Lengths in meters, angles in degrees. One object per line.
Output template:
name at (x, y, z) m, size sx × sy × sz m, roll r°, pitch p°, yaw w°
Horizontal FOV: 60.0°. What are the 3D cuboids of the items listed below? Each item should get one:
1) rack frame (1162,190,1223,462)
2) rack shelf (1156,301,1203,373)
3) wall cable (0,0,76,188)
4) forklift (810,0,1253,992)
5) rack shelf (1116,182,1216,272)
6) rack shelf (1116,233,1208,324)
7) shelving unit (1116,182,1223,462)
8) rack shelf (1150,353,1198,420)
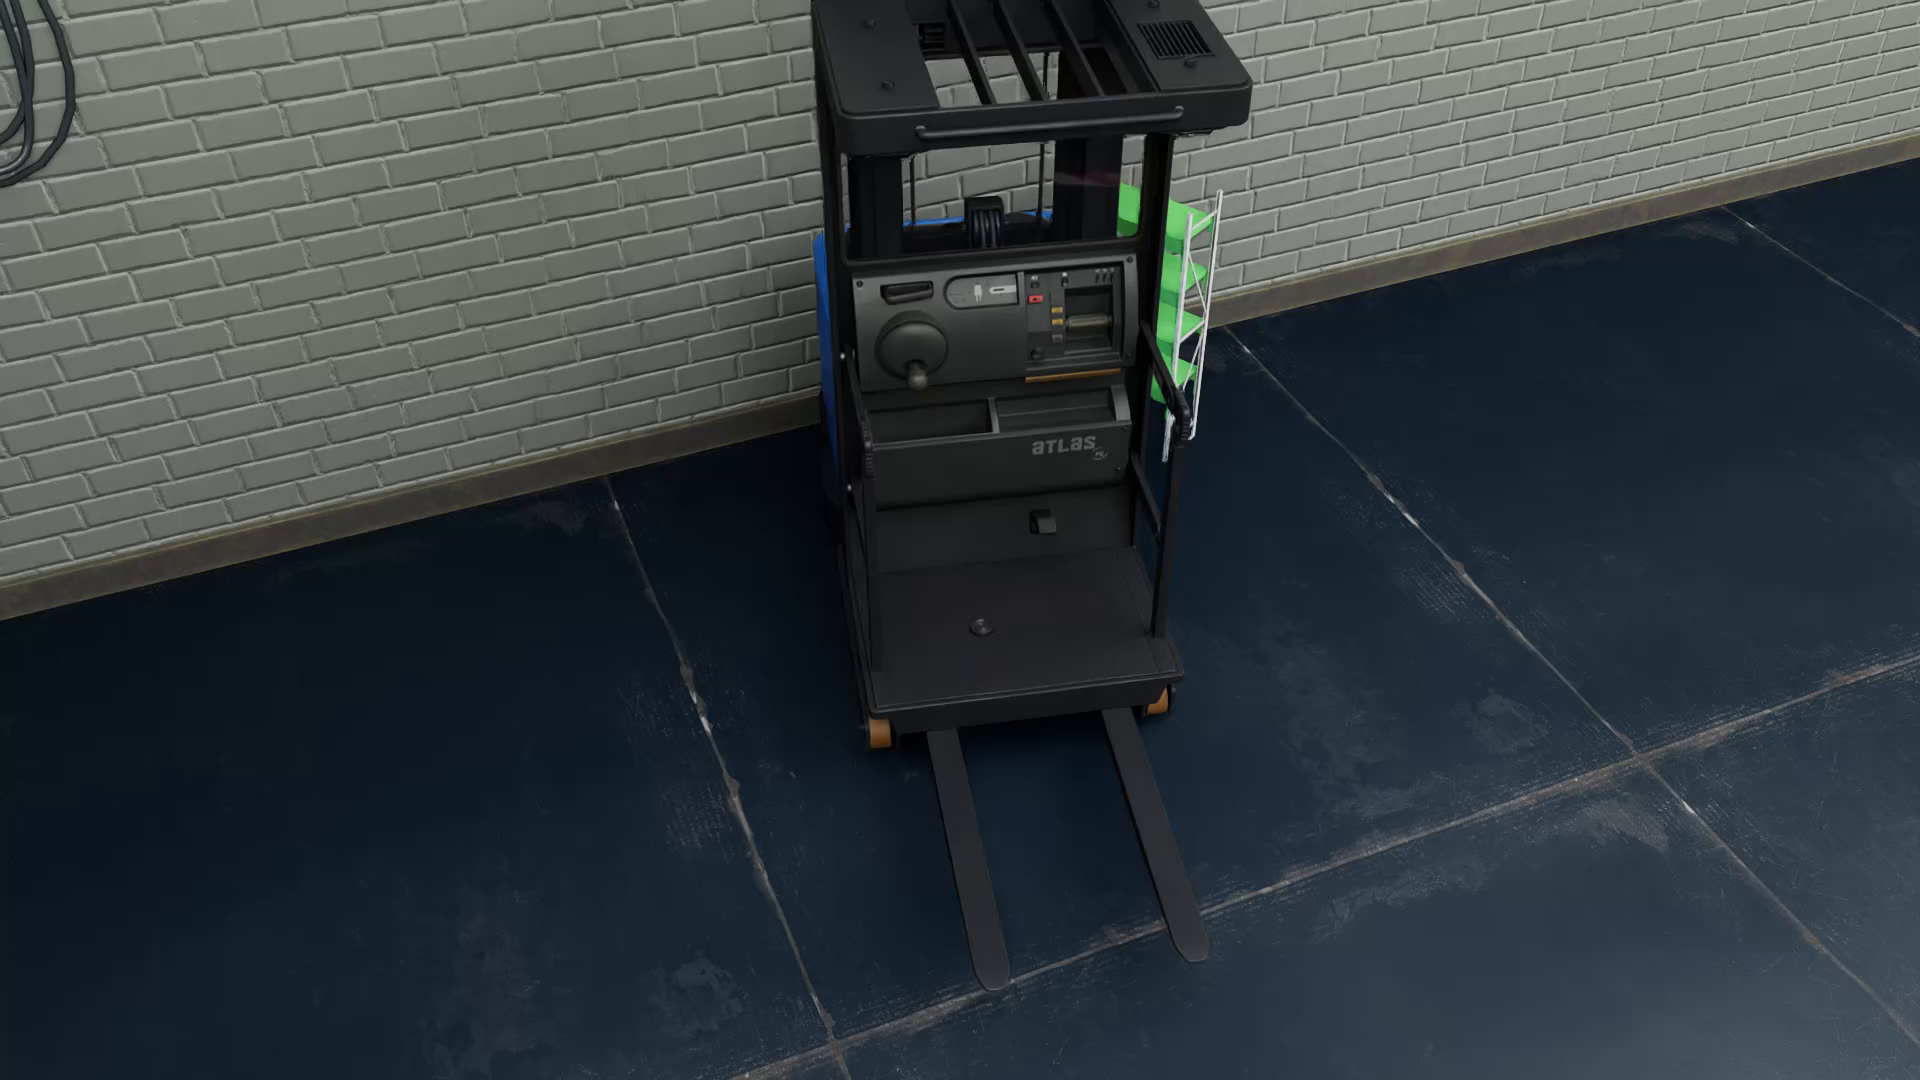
rack frame at (0.948, -0.851, 6.820) m, size 0.015 × 1.200 × 0.240 m, roll 27°, pitch 48°, yaw 28°
rack shelf at (0.756, -0.901, 6.976) m, size 0.480 × 0.148 × 0.258 m, roll 27°, pitch 48°, yaw 28°
wall cable at (-4.245, -1.763, 4.280) m, size 3.097 × 2.526 × 0.112 m, roll -15°, pitch 43°, yaw -17°
forklift at (0.158, -0.630, 5.234) m, size 1.130 × 2.935 × 3.031 m, roll -6°, pitch 41°, yaw -7°
rack shelf at (0.756, -1.265, 6.663) m, size 0.480 × 0.148 × 0.258 m, roll 27°, pitch 48°, yaw 28°
rack shelf at (0.756, -1.083, 6.819) m, size 0.480 × 0.148 × 0.258 m, roll 27°, pitch 48°, yaw 28°
shelving unit at (0.756, -0.950, 6.934) m, size 0.503 × 1.200 × 0.258 m, roll 27°, pitch 48°, yaw 28°
rack shelf at (0.756, -0.719, 7.132) m, size 0.480 × 0.148 × 0.258 m, roll 27°, pitch 48°, yaw 28°
